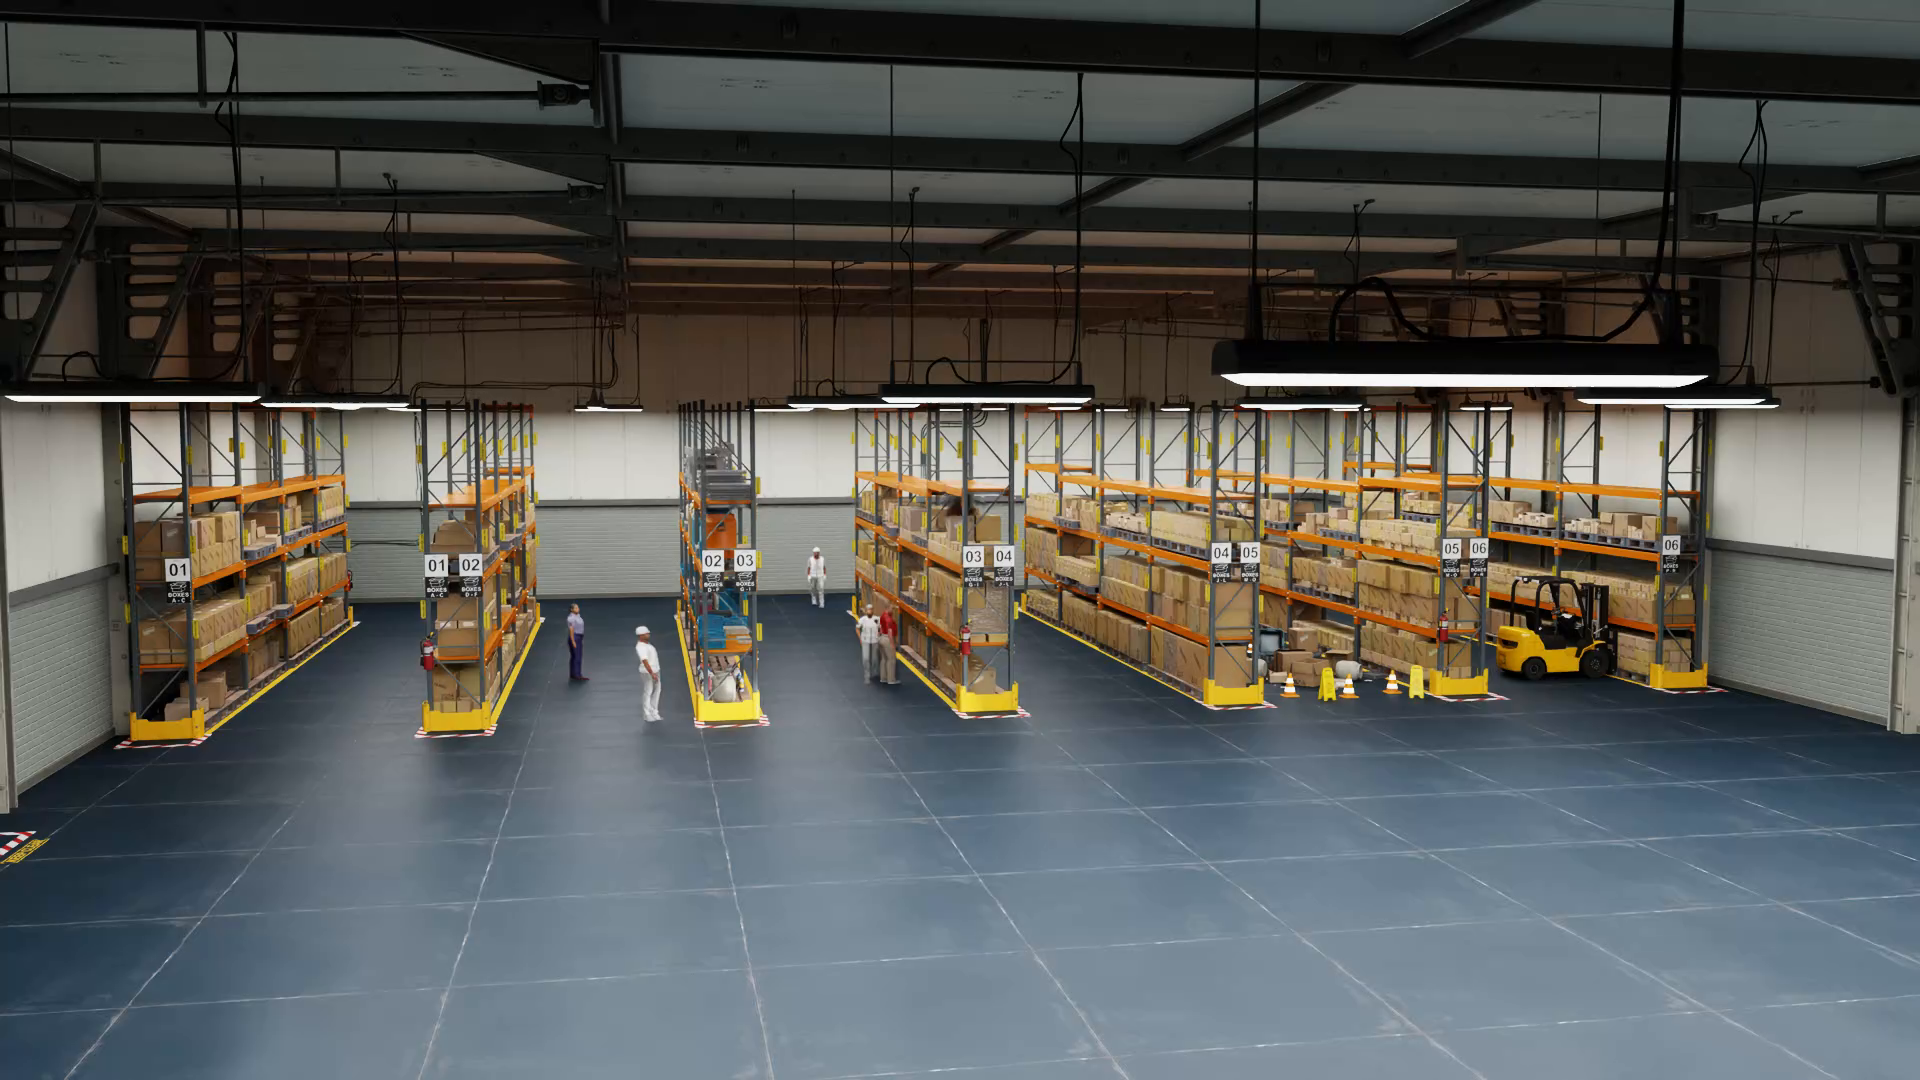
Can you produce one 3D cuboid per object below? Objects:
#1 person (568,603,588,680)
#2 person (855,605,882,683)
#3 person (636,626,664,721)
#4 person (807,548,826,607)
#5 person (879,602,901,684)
[{"bbox_3d":[-8.280,2.194,36.016,0.409,1.656,0.523,-1,4,-12],"label":"person"},{"bbox_3d":[-1.933,2.234,35.796,0.642,1.690,0.746,0,4,-2],"label":"person"},{"bbox_3d":[-5.794,2.513,31.100,0.613,1.807,0.614,2,5,23],"label":"person"},{"bbox_3d":[-4.264,1.092,49.529,0.589,1.730,0.972,-1,4,-8],"label":"person"},{"bbox_3d":[-1.484,2.185,35.316,0.428,1.728,0.599,-2,5,-21],"label":"person"}]
